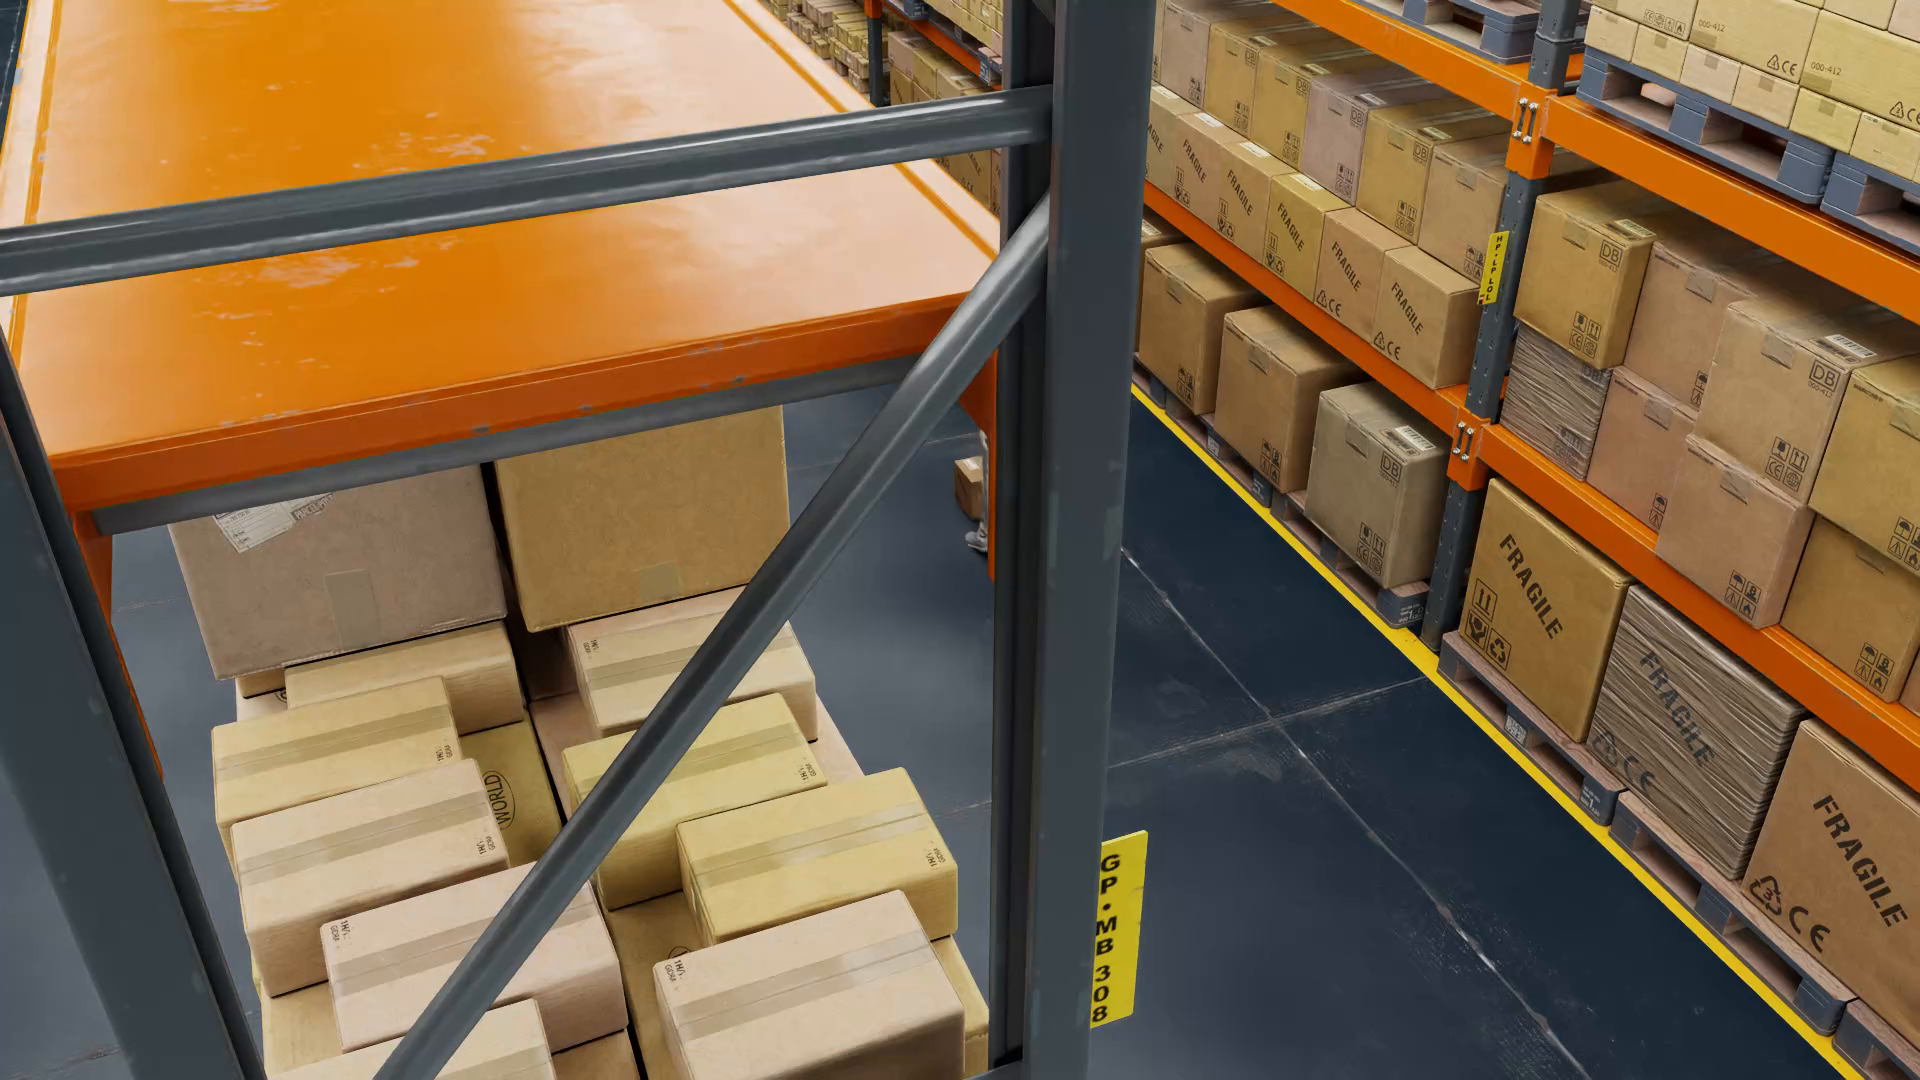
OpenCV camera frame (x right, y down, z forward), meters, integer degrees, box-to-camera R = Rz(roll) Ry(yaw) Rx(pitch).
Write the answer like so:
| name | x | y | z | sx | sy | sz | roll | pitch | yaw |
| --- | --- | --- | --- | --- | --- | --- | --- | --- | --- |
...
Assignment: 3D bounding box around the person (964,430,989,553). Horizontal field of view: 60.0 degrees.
| name | x | y | z | sx | sy | sz | roll | pitch | yaw |
| --- | --- | --- | --- | --- | --- | --- | --- | --- | --- |
| person | 0.303 | -0.661 | 8.530 | 0.530 | 1.709 | 0.418 | -13 | 36 | -19 |
